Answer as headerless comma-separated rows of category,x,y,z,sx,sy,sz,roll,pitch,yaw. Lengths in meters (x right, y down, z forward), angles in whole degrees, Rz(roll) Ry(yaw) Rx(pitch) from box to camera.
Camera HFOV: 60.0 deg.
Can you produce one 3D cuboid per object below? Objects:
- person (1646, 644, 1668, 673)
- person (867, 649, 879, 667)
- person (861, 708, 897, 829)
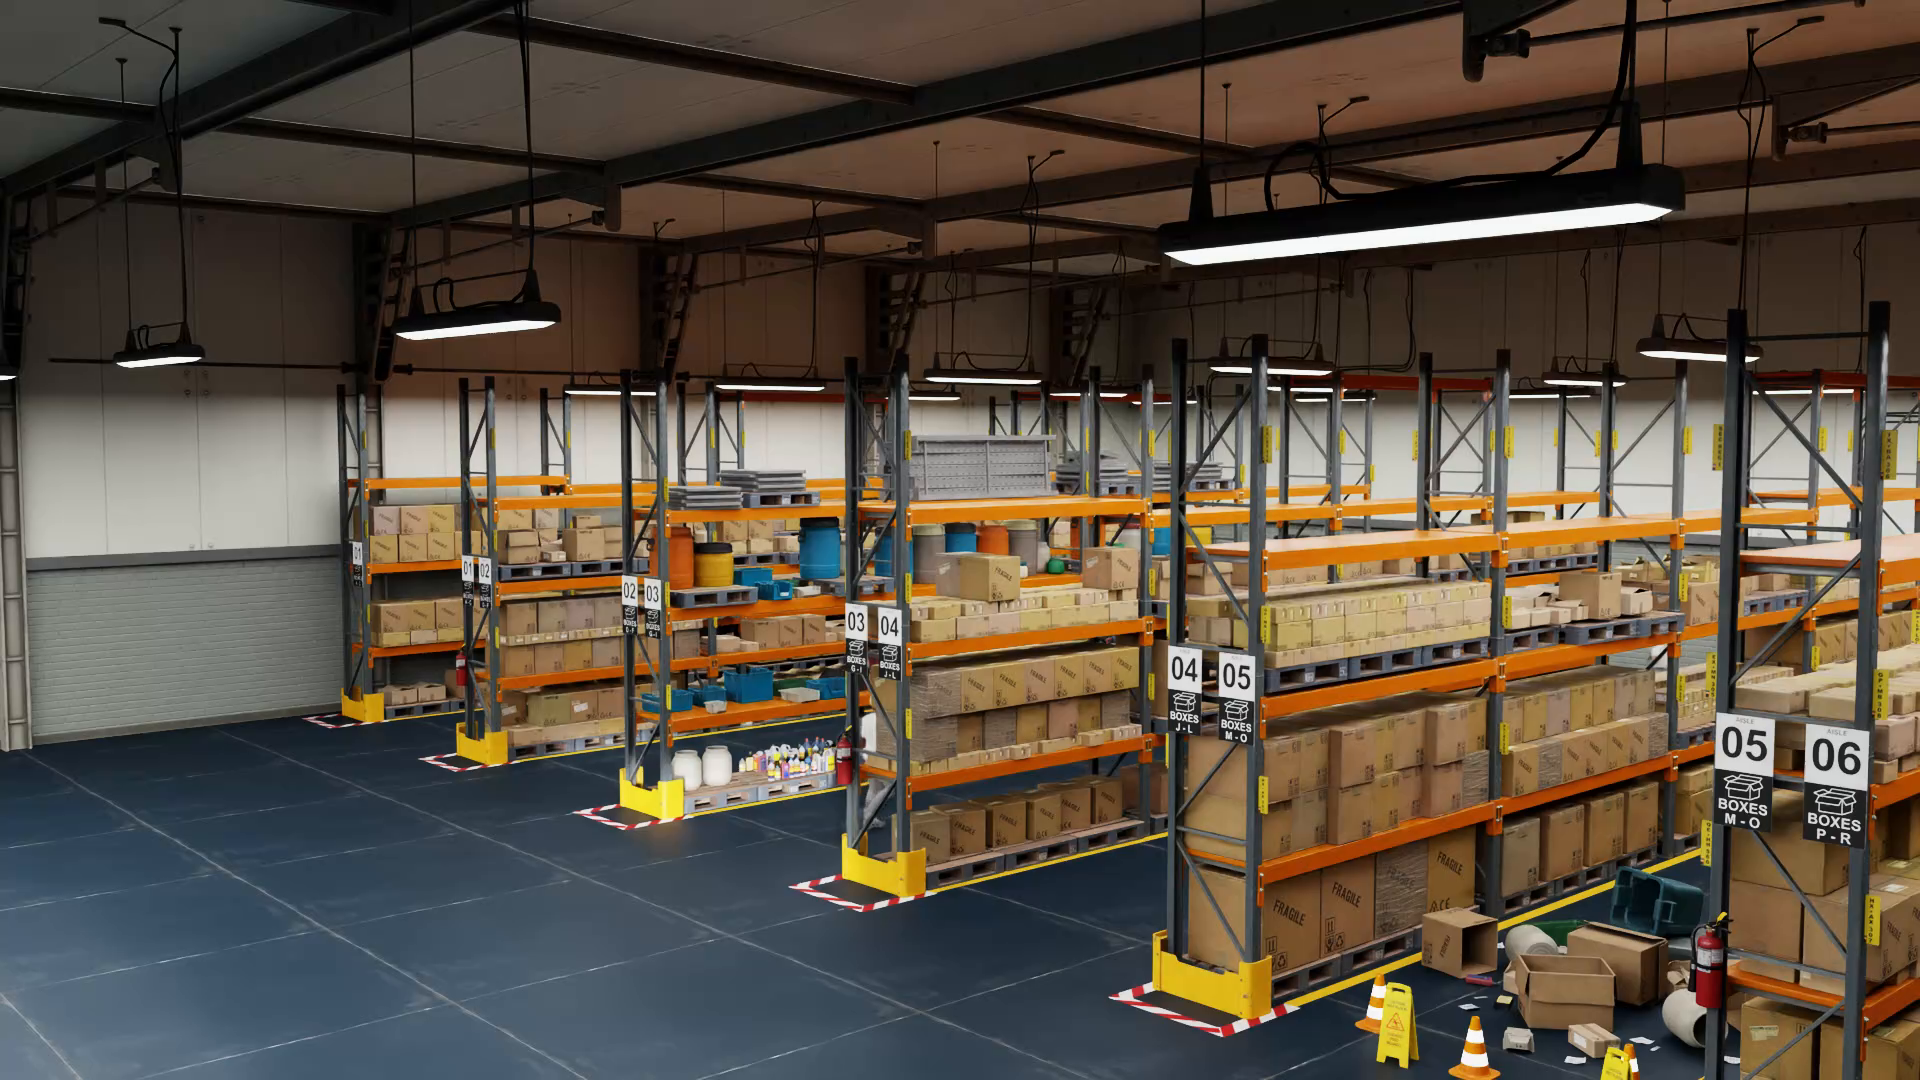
person,13.339,2.195,31.690,0.522,1.800,0.601,2,4,28
person,-1.844,1.990,35.804,0.439,1.615,0.961,3,5,39
person,-1.090,2.865,21.553,0.489,1.754,0.613,-2,4,-31
